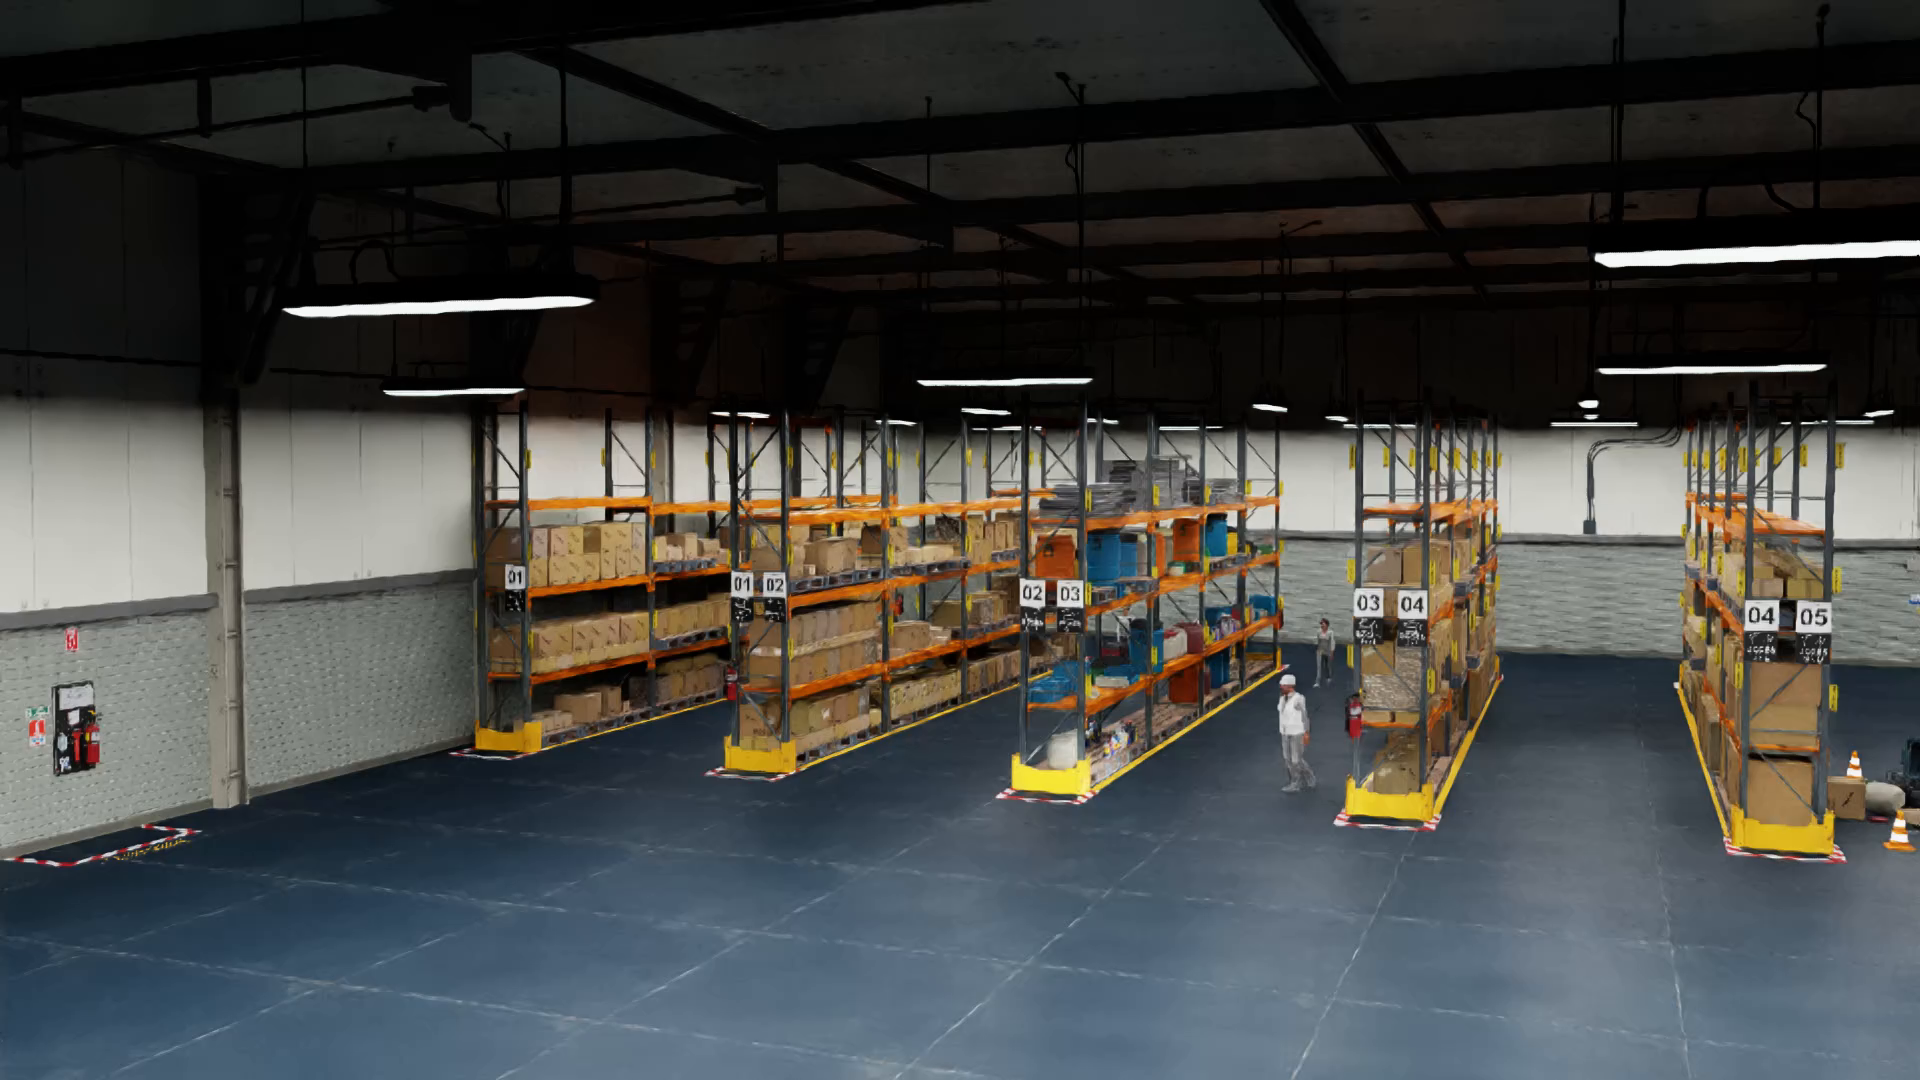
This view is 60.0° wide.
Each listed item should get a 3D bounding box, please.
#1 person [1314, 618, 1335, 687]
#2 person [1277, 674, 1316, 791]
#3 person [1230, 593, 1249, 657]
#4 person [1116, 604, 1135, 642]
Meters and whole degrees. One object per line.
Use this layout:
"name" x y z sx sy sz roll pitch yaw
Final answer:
"person" 8.019 2.449 36.496 0.416 1.512 1.036 1 3 19
"person" 5.062 2.901 25.075 0.560 1.768 0.588 -2 3 -31
"person" 6.962 2.151 41.638 0.652 1.671 0.454 -1 3 -27
"person" 3.929 2.277 39.301 0.495 1.589 1.086 1 3 23
